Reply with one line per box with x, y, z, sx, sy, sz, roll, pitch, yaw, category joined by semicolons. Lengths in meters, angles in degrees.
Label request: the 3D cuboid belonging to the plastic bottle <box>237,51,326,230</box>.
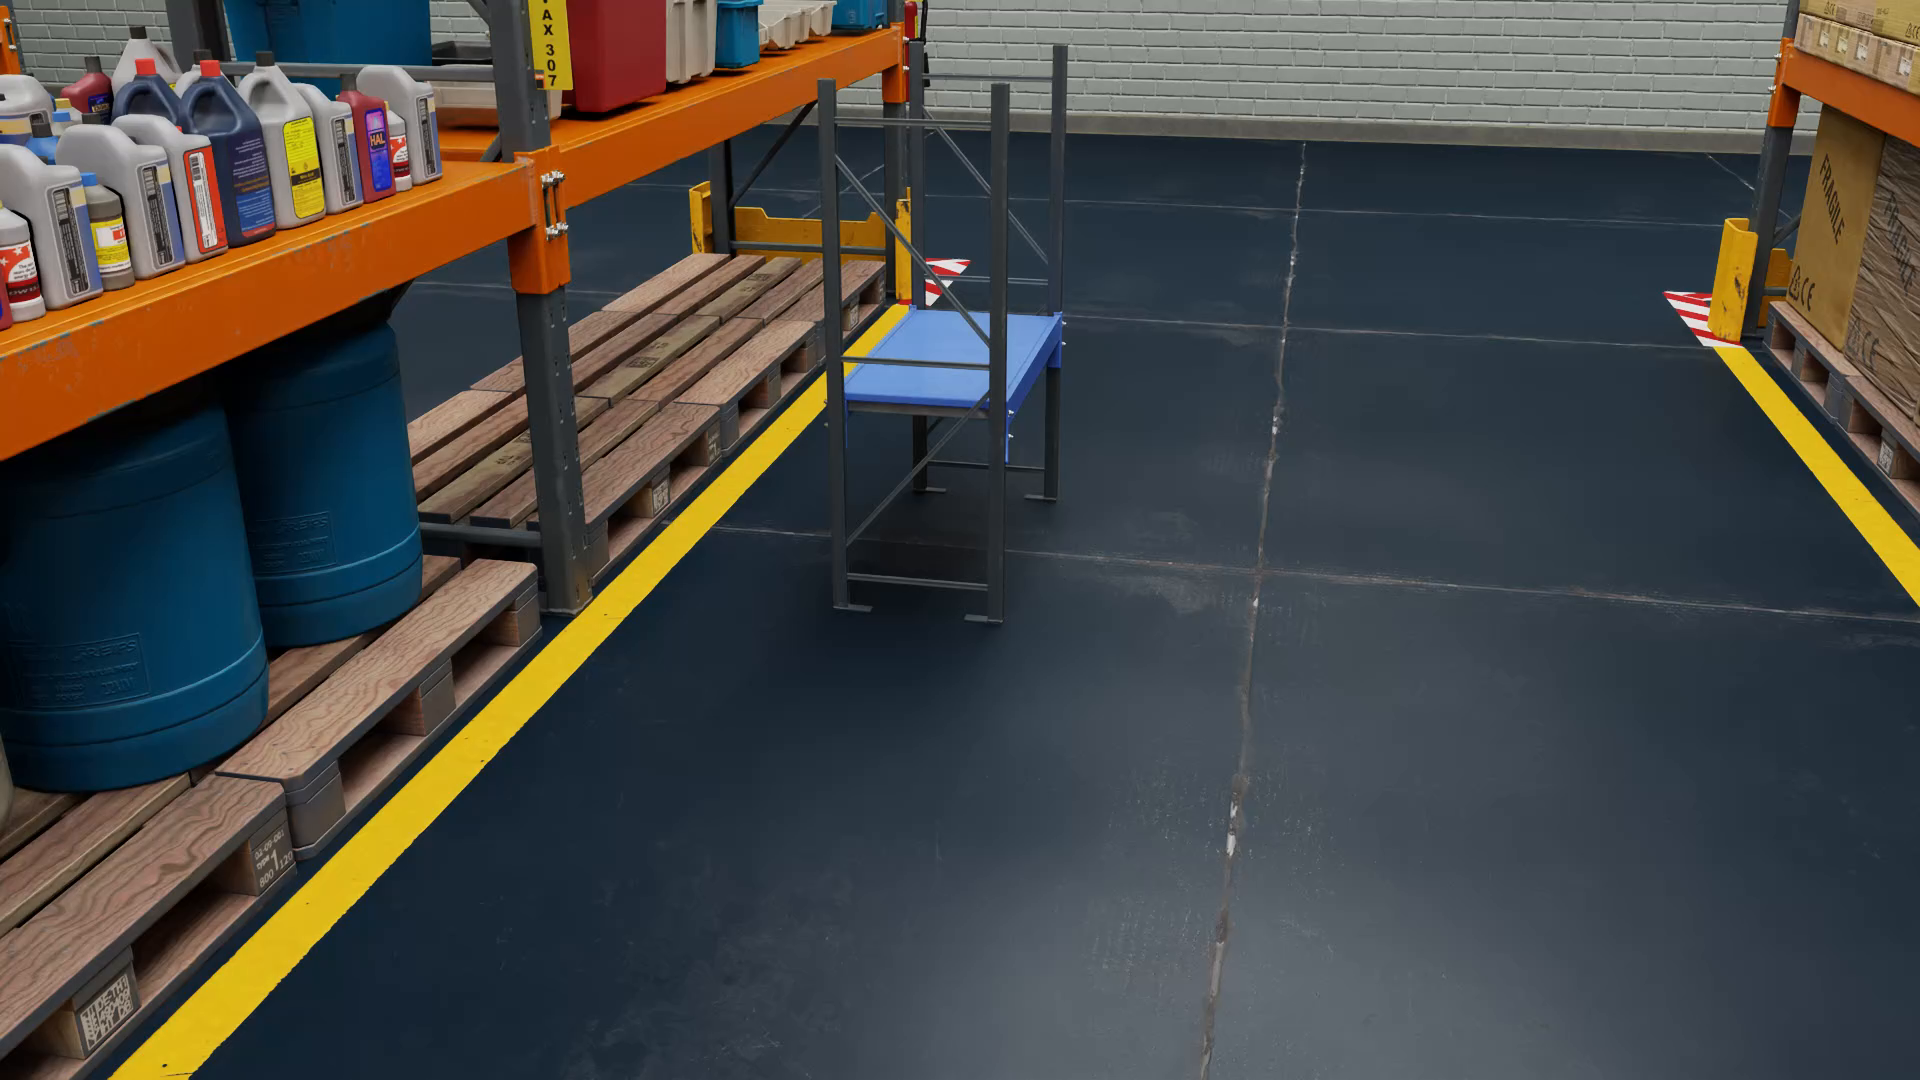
-1.450;-0.843;3.496;0.144;0.351;0.185;4;22;11;plastic bottle

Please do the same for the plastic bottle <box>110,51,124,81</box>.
-2.076;-1.071;4.153;0.061;0.283;0.133;4;22;11;plastic bottle

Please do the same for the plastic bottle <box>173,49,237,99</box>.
-1.591;-0.854;3.524;0.144;0.351;0.185;4;22;11;plastic bottle

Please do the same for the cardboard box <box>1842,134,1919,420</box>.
3.844;-0.948;5.975;0.875;0.875;0.875;4;22;11;cardboard box

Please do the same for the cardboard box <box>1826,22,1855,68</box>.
3.584;-1.903;6.400;0.380;0.149;0.250;4;22;10;cardboard box

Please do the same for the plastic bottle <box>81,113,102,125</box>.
-1.650;-0.683;3.206;0.097;0.271;0.097;0;22;0;plastic bottle

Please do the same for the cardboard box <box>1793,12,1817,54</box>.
3.686;-2.091;6.866;0.380;0.149;0.250;5;22;12;cardboard box

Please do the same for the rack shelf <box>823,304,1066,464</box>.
-0.017;-0.498;5.063;0.538;0.185;1.000;4;22;11;rack shelf

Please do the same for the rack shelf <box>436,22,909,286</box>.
-1.175;-1.624;6.334;1.077;0.370;4.000;4;22;11;rack shelf

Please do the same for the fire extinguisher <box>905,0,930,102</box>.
-0.291;-2.501;8.151;0.296;0.674;0.183;4;22;11;fire extinguisher

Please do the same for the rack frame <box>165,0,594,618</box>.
-1.583;-1.227;4.384;1.000;3.000;0.127;4;22;11;rack frame

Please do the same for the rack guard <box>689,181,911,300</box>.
-0.775;-1.540;8.507;1.175;0.500;0.348;4;22;11;rack guard

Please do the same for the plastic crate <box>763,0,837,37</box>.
-0.756;-2.283;7.279;0.396;0.136;0.243;4;22;11;plastic crate

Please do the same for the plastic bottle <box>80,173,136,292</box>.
-1.549;-0.554;2.980;0.097;0.201;0.097;0;22;0;plastic bottle

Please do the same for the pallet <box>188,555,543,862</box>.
-1.781;0.346;4.212;1.003;0.211;1.213;4;22;11;pallet

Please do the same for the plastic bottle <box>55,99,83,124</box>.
-2.108;-0.940;3.939;0.097;0.201;0.097;0;22;0;plastic bottle

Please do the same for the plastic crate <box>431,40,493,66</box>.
-1.618;-1.557;5.491;0.437;0.125;0.590;4;22;11;plastic crate

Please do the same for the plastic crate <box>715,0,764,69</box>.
-0.935;-1.869;6.123;0.416;0.233;0.300;4;22;11;plastic crate

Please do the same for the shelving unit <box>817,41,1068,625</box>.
-0.017;-0.665;4.996;0.538;1.500;1.048;4;22;11;shelving unit

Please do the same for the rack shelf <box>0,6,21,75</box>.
-6.023;-2.003;7.275;1.077;0.370;4.000;4;22;11;rack shelf

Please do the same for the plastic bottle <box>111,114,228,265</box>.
-1.525;-0.682;3.198;0.152;0.276;0.135;4;22;11;plastic bottle

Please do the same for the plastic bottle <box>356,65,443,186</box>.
-1.347;-1.000;3.988;0.152;0.276;0.135;4;22;11;plastic bottle

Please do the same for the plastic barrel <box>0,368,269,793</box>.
-1.855;0.009;3.564;0.600;0.901;0.708;4;22;11;plastic barrel

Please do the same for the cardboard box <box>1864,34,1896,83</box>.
3.479;-1.715;5.932;0.380;0.149;0.250;4;22;10;cardboard box

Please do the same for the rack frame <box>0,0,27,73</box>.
-5.615;-3.068;8.957;1.000;3.000;0.127;4;22;11;rack frame

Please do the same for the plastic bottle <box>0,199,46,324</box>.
-1.596;-0.469;2.769;0.097;0.201;0.097;0;22;0;plastic bottle

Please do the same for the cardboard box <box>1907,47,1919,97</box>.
3.374;-1.528;5.469;0.380;0.149;0.250;4;22;10;cardboard box

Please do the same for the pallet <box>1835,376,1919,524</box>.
3.744;-0.275;5.754;1.003;0.211;1.213;4;22;11;pallet

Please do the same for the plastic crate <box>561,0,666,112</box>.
-1.155;-1.591;5.124;0.402;0.464;0.583;4;22;11;plastic crate

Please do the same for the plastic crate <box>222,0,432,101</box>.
-1.822;-1.444;4.864;0.392;0.384;0.575;4;22;11;plastic crate

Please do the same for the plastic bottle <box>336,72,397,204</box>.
-1.350;-0.916;3.768;0.061;0.283;0.133;4;22;11;plastic bottle

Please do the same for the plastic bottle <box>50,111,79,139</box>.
-1.999;-0.858;3.734;0.097;0.201;0.097;0;22;0;plastic bottle

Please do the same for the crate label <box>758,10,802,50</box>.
-0.862;-2.074;6.761;0.396;0.136;0.243;4;22;11;crate label

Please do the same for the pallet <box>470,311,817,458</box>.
-1.224;-0.652;6.691;1.003;0.211;1.213;4;22;11;pallet

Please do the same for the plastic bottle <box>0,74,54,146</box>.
-2.125;-0.895;3.727;0.152;0.276;0.135;4;22;11;plastic bottle

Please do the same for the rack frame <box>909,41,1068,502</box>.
0.086;-0.850;5.458;0.500;1.500;0.032;4;22;11;rack frame

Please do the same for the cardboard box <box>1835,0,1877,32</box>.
3.620;-2.035;6.193;0.500;0.250;0.500;4;22;10;cardboard box
